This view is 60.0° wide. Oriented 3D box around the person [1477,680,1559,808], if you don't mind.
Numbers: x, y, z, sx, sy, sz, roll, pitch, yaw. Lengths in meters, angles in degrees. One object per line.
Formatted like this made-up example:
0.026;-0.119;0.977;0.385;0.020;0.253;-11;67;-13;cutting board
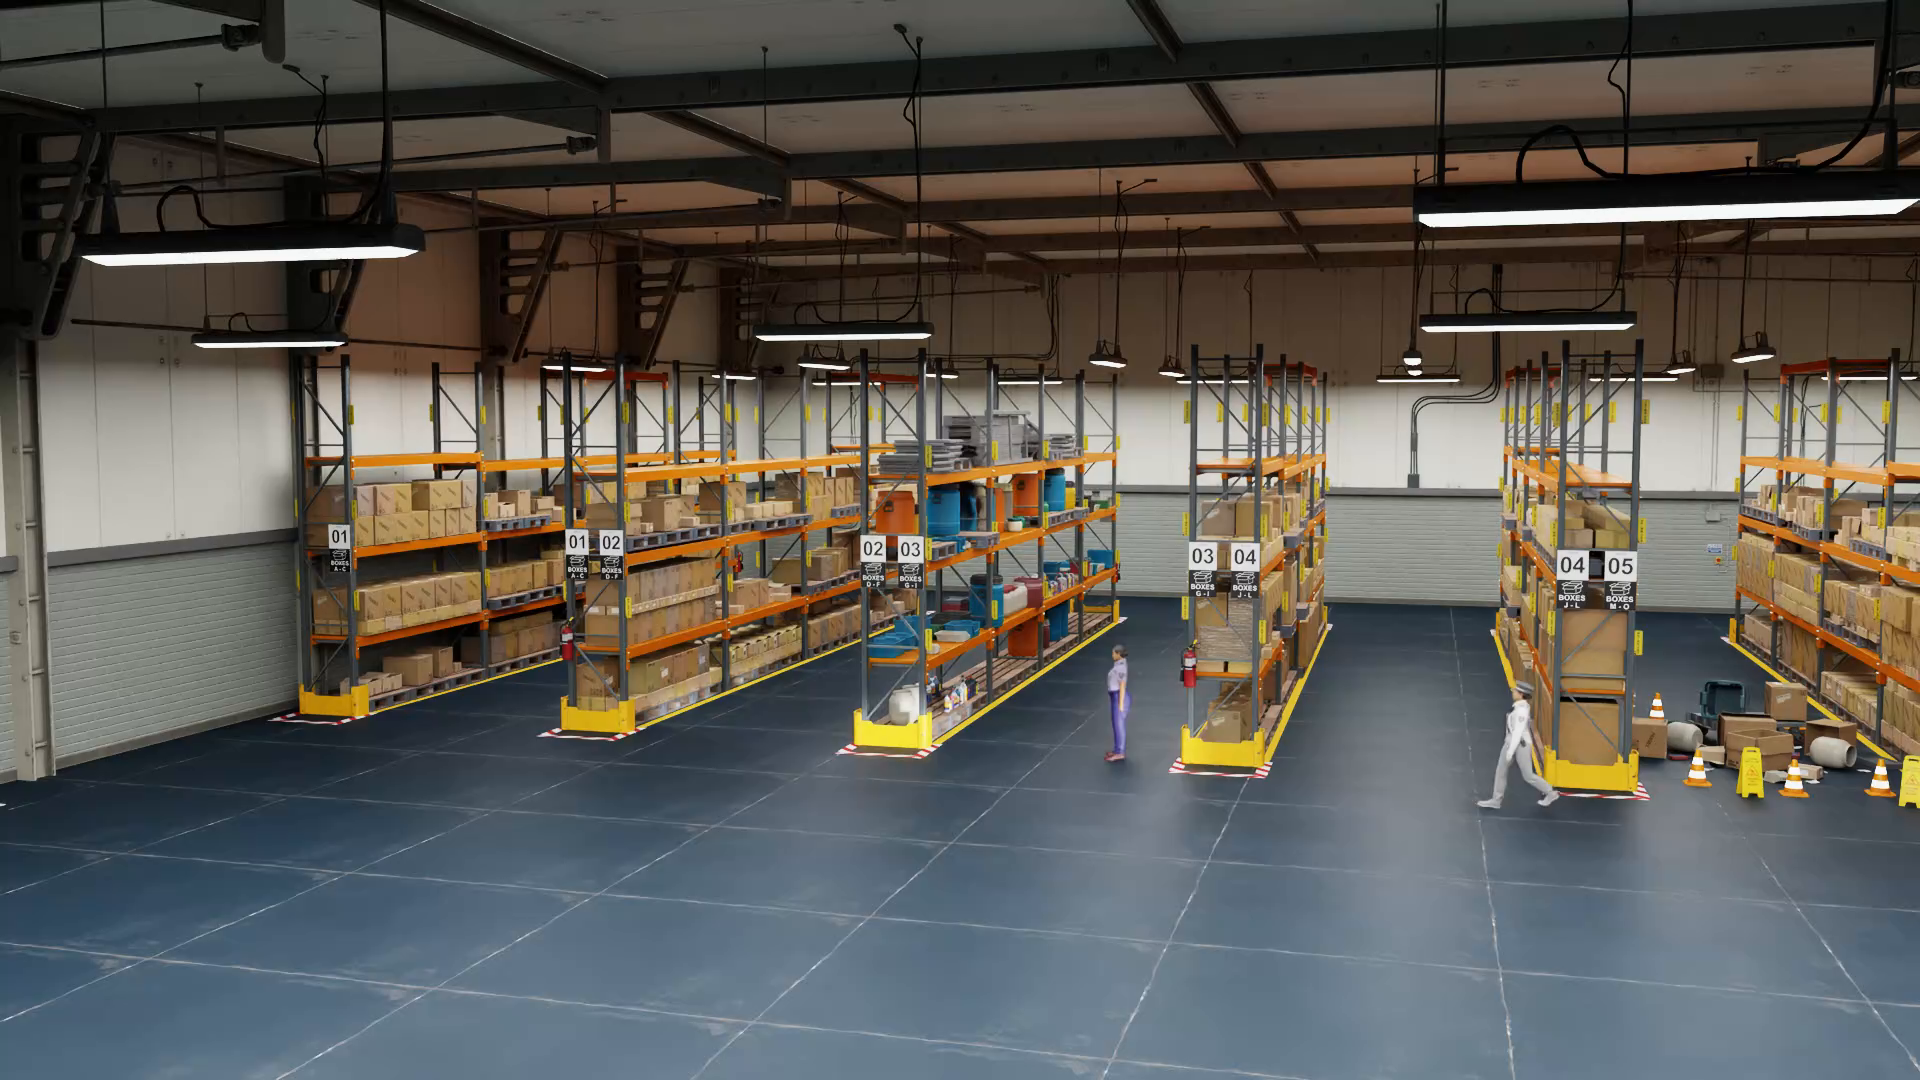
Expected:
7.094;2.595;21.040;0.956;1.651;0.452;0;4;-6;person

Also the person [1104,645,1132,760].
2.290;2.358;24.291;0.357;1.648;0.590;0;4;4;person
